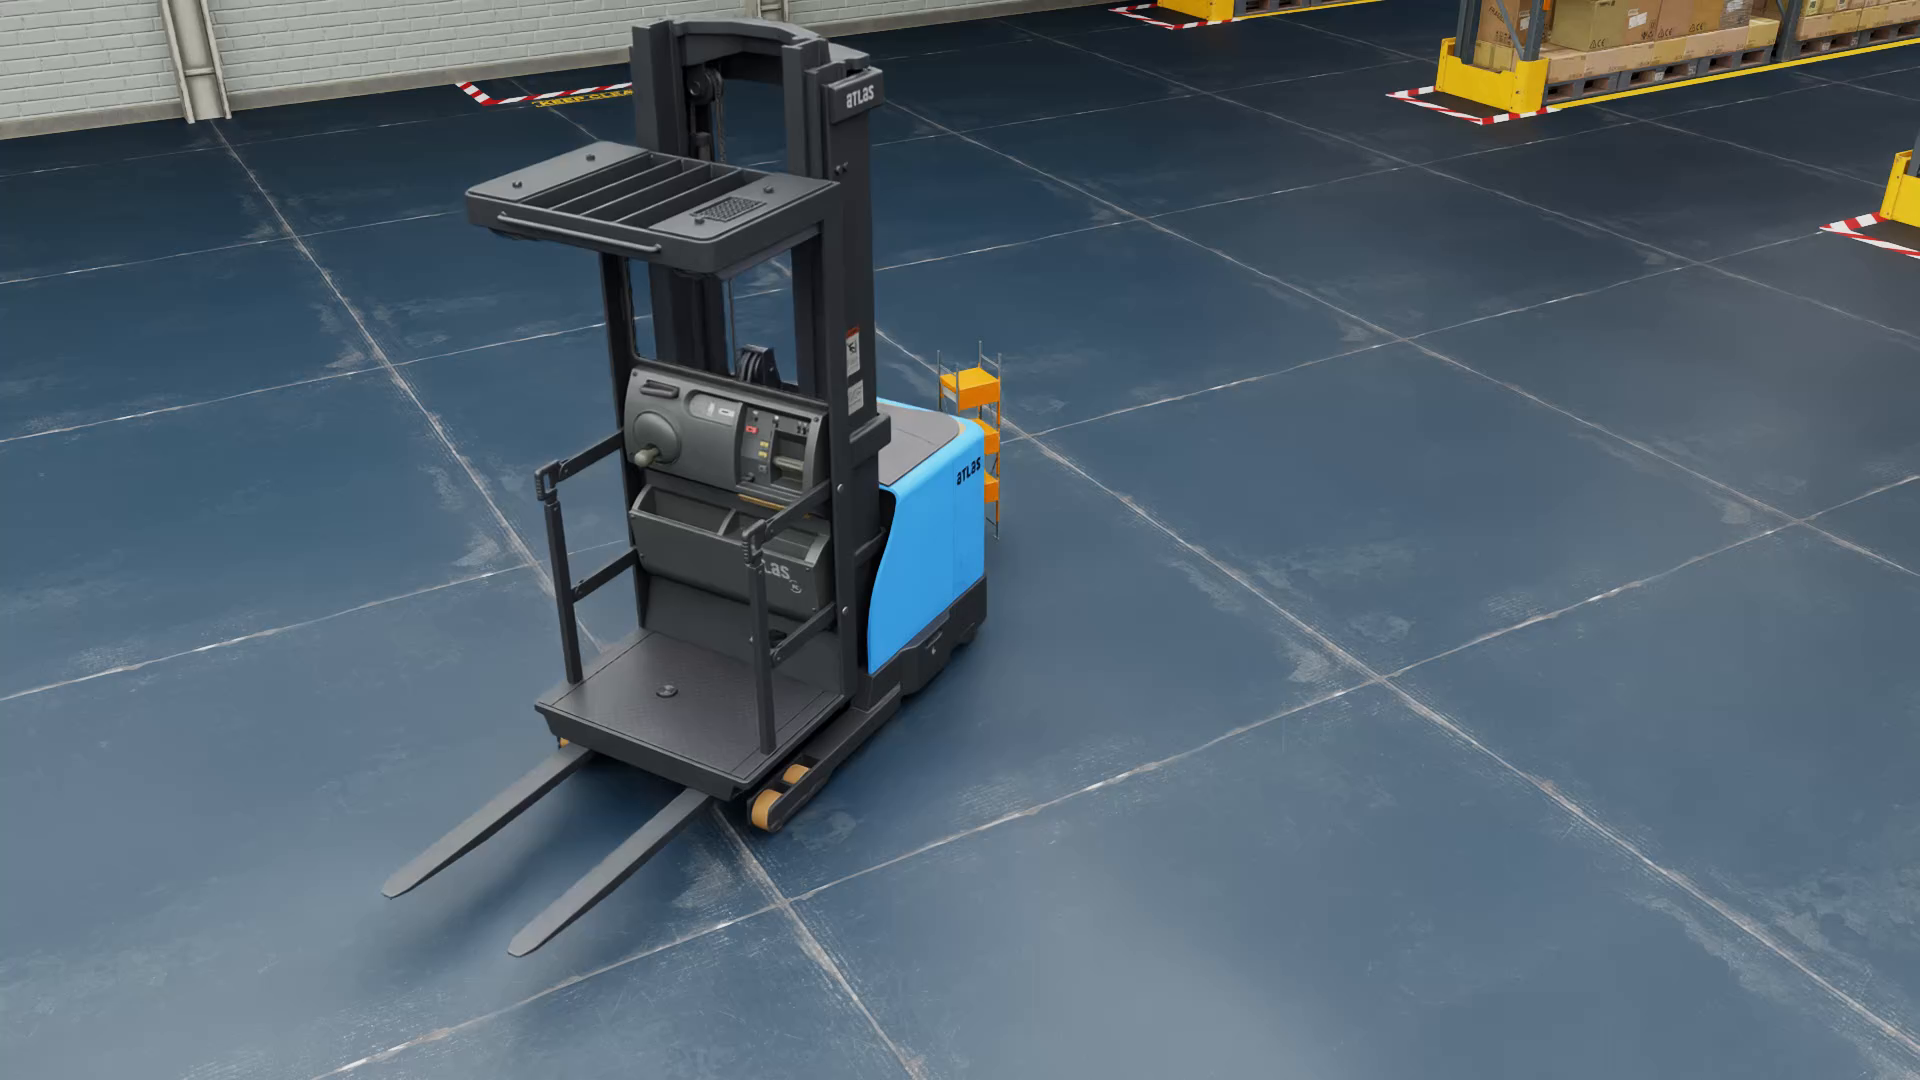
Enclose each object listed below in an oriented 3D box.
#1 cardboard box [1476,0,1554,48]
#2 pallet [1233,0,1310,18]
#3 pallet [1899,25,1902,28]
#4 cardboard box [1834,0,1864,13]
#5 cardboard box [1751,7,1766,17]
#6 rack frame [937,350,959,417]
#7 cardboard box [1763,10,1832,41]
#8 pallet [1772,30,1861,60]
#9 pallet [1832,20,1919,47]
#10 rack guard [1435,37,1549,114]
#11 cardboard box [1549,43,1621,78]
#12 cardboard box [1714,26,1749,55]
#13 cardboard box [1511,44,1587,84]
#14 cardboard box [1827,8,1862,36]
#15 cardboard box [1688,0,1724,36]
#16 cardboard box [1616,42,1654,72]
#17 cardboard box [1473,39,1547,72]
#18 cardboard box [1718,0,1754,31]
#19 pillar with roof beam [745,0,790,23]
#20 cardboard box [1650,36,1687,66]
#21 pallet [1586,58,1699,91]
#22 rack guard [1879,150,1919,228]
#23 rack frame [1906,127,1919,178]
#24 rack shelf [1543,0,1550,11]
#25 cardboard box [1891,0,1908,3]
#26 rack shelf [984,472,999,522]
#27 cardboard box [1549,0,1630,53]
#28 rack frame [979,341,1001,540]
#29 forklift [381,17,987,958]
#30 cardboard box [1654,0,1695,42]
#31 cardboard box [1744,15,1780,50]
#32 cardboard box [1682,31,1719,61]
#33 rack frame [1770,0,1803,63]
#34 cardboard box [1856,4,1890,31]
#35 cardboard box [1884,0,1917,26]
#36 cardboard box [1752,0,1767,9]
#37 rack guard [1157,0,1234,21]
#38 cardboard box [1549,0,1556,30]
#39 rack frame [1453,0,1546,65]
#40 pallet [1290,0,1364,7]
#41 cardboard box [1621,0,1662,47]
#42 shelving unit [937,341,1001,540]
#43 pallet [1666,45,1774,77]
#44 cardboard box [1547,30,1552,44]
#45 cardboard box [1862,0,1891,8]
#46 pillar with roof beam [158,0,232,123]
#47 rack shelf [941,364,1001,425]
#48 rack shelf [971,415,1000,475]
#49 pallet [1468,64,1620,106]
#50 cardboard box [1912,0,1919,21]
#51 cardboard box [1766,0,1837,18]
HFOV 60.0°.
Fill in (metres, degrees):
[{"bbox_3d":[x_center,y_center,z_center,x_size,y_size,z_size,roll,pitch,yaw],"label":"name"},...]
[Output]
[{"bbox_3d":[5.666,-5.346,16.968,0.500,0.500,0.500,-16,33,-26],"label":"cardboard box"},{"bbox_3d":[3.625,-6.827,20.903,1.213,0.211,1.003,-16,33,-26],"label":"pallet"},{"bbox_3d":[11.522,-6.335,20.010,1.213,0.211,1.003,-16,33,-26],"label":"pallet"},{"bbox_3d":[9.720,-6.105,18.539,0.500,0.311,0.500,-16,33,-27],"label":"cardboard box"},{"bbox_3d":[9.014,-5.964,18.864,0.500,0.250,0.500,-16,33,-27],"label":"cardboard box"},{"bbox_3d":[-0.059,-0.443,8.466,0.008,1.050,0.200,-16,33,-26],"label":"rack frame"},{"bbox_3d":[9.276,-5.737,18.453,0.500,0.250,0.500,-17,33,-27],"label":"cardboard box"},{"bbox_3d":[9.418,-5.738,18.928,1.213,0.211,1.003,-16,33,-26],"label":"pallet"},{"bbox_3d":[10.471,-6.038,19.473,1.213,0.211,1.003,-16,33,-26],"label":"pallet"},{"bbox_3d":[5.334,-4.682,16.717,0.348,0.500,1.175,-16,33,-26],"label":"rack guard"},{"bbox_3d":[6.359,-4.925,16.981,0.500,0.250,0.500,-16,33,-26],"label":"cardboard box"},{"bbox_3d":[8.078,-5.419,17.876,0.500,0.250,0.500,-16,33,-26],"label":"cardboard box"},{"bbox_3d":[5.929,-4.801,16.757,0.500,0.250,0.500,-16,33,-26],"label":"cardboard box"},{"bbox_3d":[9.718,-5.862,18.679,0.500,0.250,0.500,-15,32,-25],"label":"cardboard box"},{"bbox_3d":[7.648,-5.624,17.471,0.500,0.500,0.500,-16,33,-26],"label":"cardboard box"},{"bbox_3d":[6.790,-5.047,17.203,0.500,0.250,0.500,-16,33,-26],"label":"cardboard box"},{"bbox_3d":[5.667,-5.017,17.148,0.500,0.250,0.500,-16,33,-26],"label":"cardboard box"},{"bbox_3d":[8.077,-5.748,17.696,0.500,0.500,0.500,-16,33,-26],"label":"cardboard box"},{"bbox_3d":[0.015,-7.742,13.464,0.400,9.000,9.100,-16,33,-26],"label":"pillar with roof beam"},{"bbox_3d":[7.223,-5.168,17.421,0.500,0.250,0.500,-16,33,-26],"label":"cardboard box"},{"bbox_3d":[7.043,-5.063,17.706,1.213,0.211,1.003,-16,33,-26],"label":"pallet"},{"bbox_3d":[7.902,-2.662,13.056,0.348,0.500,1.175,-16,33,-26],"label":"rack guard"},{"bbox_3d":[7.861,-3.718,12.383,0.127,3.000,1.000,-16,33,-26],"label":"rack frame"},{"bbox_3d":[7.079,-5.957,17.185,4.000,0.370,1.077,-16,33,-26],"label":"rack shelf"},{"bbox_3d":[10.610,-6.362,19.004,0.500,0.311,0.500,-15,32,-25],"label":"cardboard box"},{"bbox_3d":[0.046,-0.220,8.659,0.240,0.259,0.215,-16,33,-26],"label":"rack shelf"},{"bbox_3d":[6.359,-5.253,16.799,0.500,0.500,0.500,-16,33,-26],"label":"cardboard box"},{"bbox_3d":[0.151,-0.503,8.574,0.008,1.050,0.200,-16,33,-26],"label":"rack frame"},{"bbox_3d":[-1.045,-0.372,6.391,1.130,2.935,3.031,16,32,26],"label":"forklift"},{"bbox_3d":[7.224,-5.496,17.239,0.500,0.500,0.500,-16,33,-26],"label":"cardboard box"},{"bbox_3d":[8.514,-5.537,18.090,0.500,0.250,0.500,-16,33,-26],"label":"cardboard box"},{"bbox_3d":[7.654,-5.290,17.643,0.500,0.250,0.500,-16,33,-26],"label":"cardboard box"},{"bbox_3d":[8.803,-6.762,17.898,0.127,3.000,1.000,-16,33,-26],"label":"rack frame"},{"bbox_3d":[10.163,-5.990,18.910,0.500,0.250,0.500,-17,33,-28],"label":"cardboard box"},{"bbox_3d":[10.602,-6.114,19.135,0.500,0.250,0.500,-15,32,-25],"label":"cardboard box"},{"bbox_3d":[9.007,-6.206,18.721,0.500,0.311,0.500,-16,33,-26],"label":"cardboard box"},{"bbox_3d":[2.907,-6.770,20.499,0.348,0.500,1.175,-16,33,-26],"label":"rack guard"},{"bbox_3d":[6.521,-5.597,17.423,0.500,0.500,0.500,-16,33,-26],"label":"cardboard box"},{"bbox_3d":[5.354,-5.783,16.124,0.127,3.000,1.000,-16,33,-26],"label":"rack frame"},{"bbox_3d":[4.676,-7.124,21.440,1.213,0.211,1.003,-16,33,-26],"label":"pallet"},{"bbox_3d":[6.784,-5.381,17.030,0.500,0.500,0.500,-16,33,-26],"label":"cardboard box"},{"bbox_3d":[0.046,-0.473,8.520,0.252,1.050,0.215,-16,33,-26],"label":"shelving unit"},{"bbox_3d":[8.096,-5.364,18.251,1.213,0.211,1.003,-16,33,-26],"label":"pallet"},{"bbox_3d":[6.092,-5.144,17.378,0.500,0.250,0.500,-16,33,-26],"label":"cardboard box"},{"bbox_3d":[10.165,-6.232,18.769,0.500,0.311,0.500,-17,33,-28],"label":"cardboard box"},{"bbox_3d":[-5.158,-6.273,10.803,0.400,9.000,9.100,-16,33,-26],"label":"pillar with roof beam"},{"bbox_3d":[0.046,-0.712,8.388,0.240,0.259,0.215,-16,33,-26],"label":"rack shelf"},{"bbox_3d":[0.046,-0.463,8.525,0.240,0.259,0.215,-16,33,-26],"label":"rack shelf"},{"bbox_3d":[5.992,-4.766,17.168,1.213,0.211,1.003,-16,33,-26],"label":"pallet"},{"bbox_3d":[11.044,-6.241,19.366,0.500,0.250,0.500,-15,32,-25],"label":"cardboard box"},{"bbox_3d":[9.285,-5.985,18.321,0.500,0.311,0.500,-16,33,-26],"label":"cardboard box"}]
